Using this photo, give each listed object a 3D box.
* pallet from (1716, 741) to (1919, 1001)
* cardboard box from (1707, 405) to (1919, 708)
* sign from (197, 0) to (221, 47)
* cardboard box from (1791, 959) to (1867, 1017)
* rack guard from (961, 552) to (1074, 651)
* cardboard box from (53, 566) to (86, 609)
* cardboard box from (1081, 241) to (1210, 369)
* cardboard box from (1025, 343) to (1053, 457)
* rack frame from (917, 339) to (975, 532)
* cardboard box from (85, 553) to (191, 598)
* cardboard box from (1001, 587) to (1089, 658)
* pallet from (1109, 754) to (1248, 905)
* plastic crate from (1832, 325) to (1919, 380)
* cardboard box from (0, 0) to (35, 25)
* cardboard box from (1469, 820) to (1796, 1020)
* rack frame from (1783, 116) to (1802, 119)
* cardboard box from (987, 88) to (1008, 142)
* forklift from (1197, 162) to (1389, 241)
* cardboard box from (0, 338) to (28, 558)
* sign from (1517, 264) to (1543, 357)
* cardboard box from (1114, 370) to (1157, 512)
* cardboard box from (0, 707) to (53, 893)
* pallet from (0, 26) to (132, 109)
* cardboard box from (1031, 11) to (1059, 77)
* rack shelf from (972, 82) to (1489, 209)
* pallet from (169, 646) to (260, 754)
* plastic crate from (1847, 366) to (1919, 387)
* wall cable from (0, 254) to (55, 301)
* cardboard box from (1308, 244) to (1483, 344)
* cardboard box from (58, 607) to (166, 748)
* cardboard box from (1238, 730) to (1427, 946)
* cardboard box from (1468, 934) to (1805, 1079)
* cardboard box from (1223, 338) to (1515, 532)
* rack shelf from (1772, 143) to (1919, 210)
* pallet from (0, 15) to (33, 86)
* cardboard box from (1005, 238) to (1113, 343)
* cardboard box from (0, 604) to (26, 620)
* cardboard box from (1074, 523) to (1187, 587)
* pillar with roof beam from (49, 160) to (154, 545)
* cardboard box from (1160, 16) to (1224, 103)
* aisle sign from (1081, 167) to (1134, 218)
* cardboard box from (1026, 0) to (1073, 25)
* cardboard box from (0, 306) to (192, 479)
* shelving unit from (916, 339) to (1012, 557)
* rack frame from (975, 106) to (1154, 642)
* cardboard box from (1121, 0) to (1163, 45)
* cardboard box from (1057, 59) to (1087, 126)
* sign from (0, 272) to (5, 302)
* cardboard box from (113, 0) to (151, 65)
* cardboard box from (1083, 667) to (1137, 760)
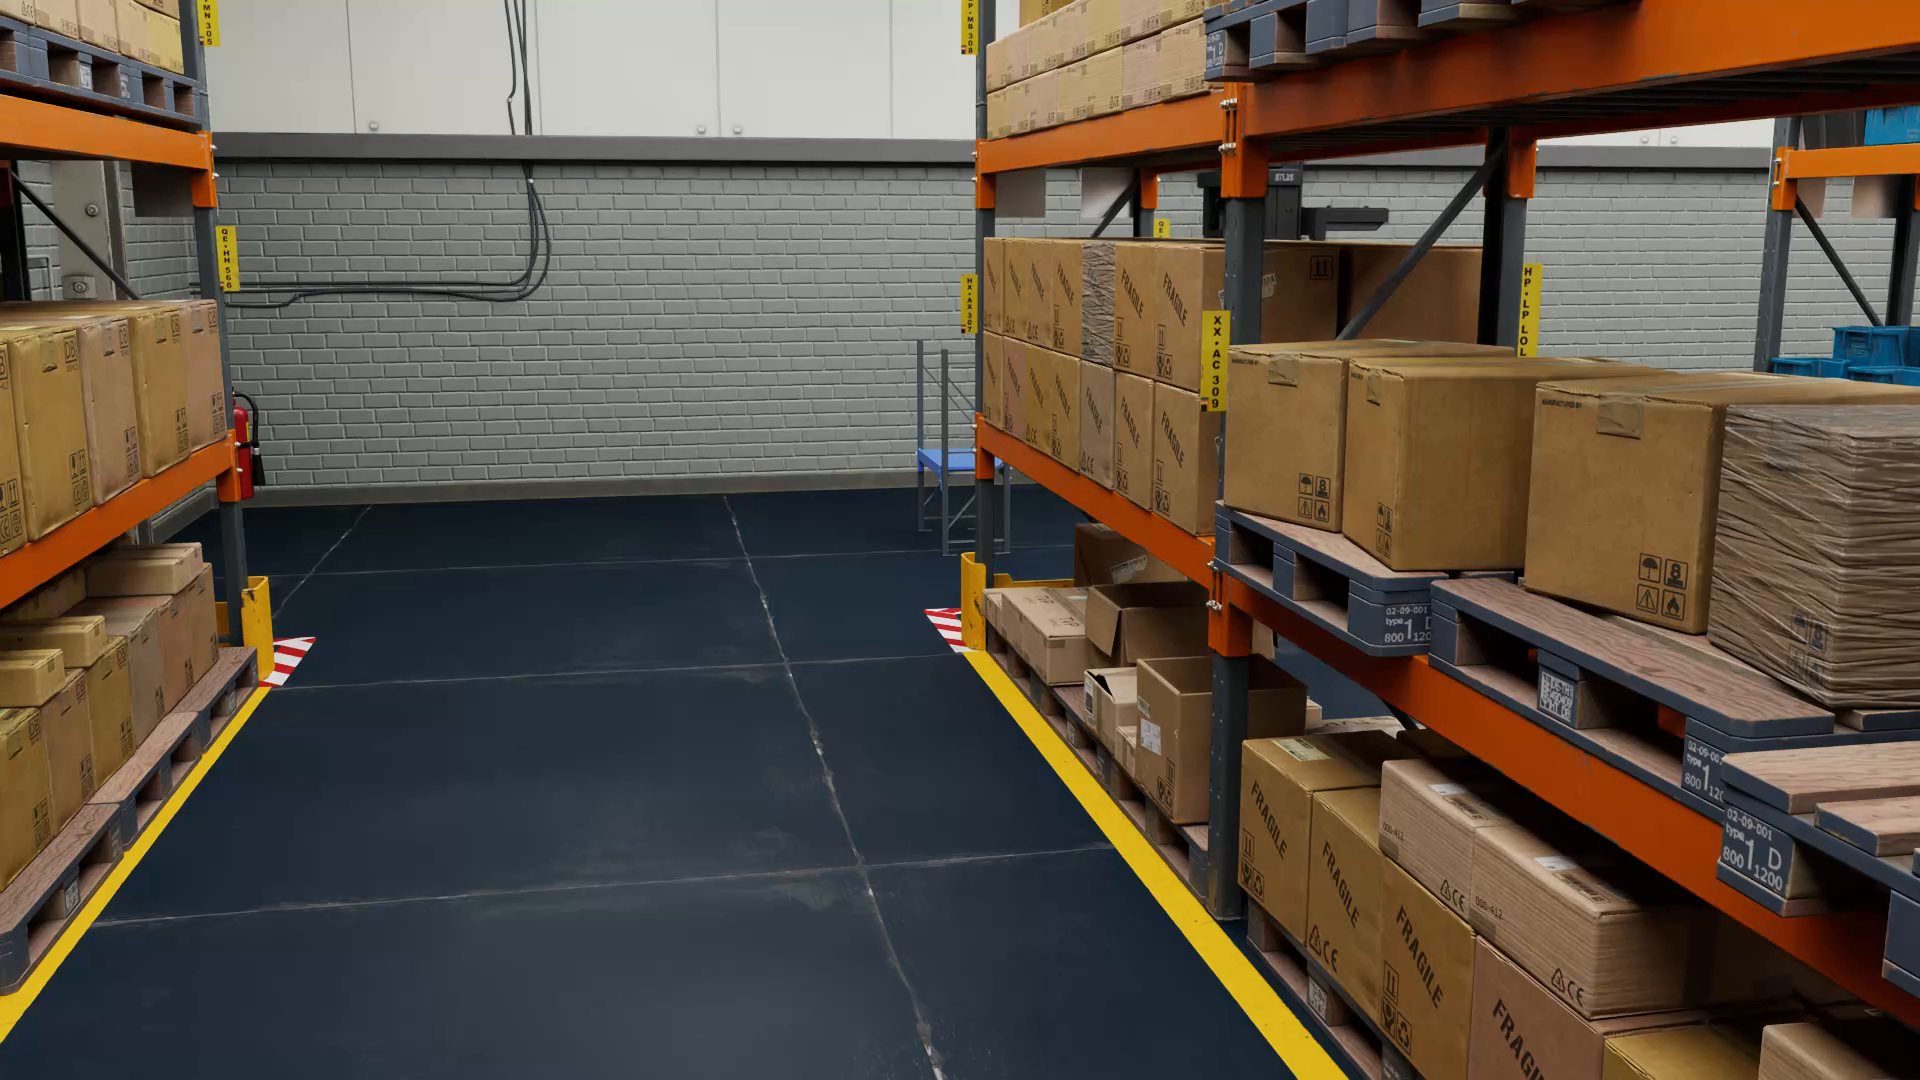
[{"bbox_3d":[1.943,0.528,2.414,1.213,0.211,1.003,-2,11,-11],"label":"pallet"},{"bbox_3d":[1.920,0.014,3.211,0.700,0.500,0.500,0,11,0],"label":"cardboard box"},{"bbox_3d":[-3.736,-2.618,8.250,0.100,0.325,0.005,-2,11,-11],"label":"sign"},{"bbox_3d":[2.029,1.190,3.932,0.500,0.500,0.500,-3,11,-13],"label":"cardboard box"},{"bbox_3d":[0.603,0.330,9.626,1.175,0.500,0.348,-2,11,-11],"label":"rack guard"},{"bbox_3d":[-4.109,0.220,7.347,0.380,0.149,0.250,-2,11,-11],"label":"cardboard box"},{"bbox_3d":[0.813,-0.988,6.925,0.500,0.500,0.500,-2,11,-11],"label":"cardboard box"},{"bbox_3d":[0.616,-0.684,7.998,0.500,0.500,0.500,-2,11,-11],"label":"cardboard box"},{"bbox_3d":[-0.082,-0.814,12.964,0.500,1.500,0.032,-2,11,-11],"label":"rack frame"},{"bbox_3d":[-3.782,0.160,7.659,0.380,0.149,0.250,-2,11,-9],"label":"cardboard box"},{"bbox_3d":[0.513,0.424,8.622,0.500,0.250,0.500,-2,11,-11],"label":"cardboard box"},{"bbox_3d":[1.233,1.066,6.534,1.003,0.211,1.213,-2,11,-11],"label":"pallet"},{"bbox_3d":[5.696,-1.084,10.113,0.616,0.435,0.499,-2,11,-11],"label":"plastic crate"},{"bbox_3d":[-3.453,-1.883,5.556,0.500,0.250,0.500,-2,11,-12],"label":"cardboard box"},{"bbox_3d":[1.513,0.838,3.774,0.500,0.250,0.500,-2,11,-12],"label":"cardboard box"},{"bbox_3d":[5.447,-4.039,9.847,1.000,3.000,0.127,-2,11,-11],"label":"rack frame"},{"bbox_3d":[0.438,-2.208,8.656,0.500,0.250,0.500,-2,11,-11],"label":"cardboard box"},{"bbox_3d":[2.812,-1.707,13.828,3.031,2.935,1.130,-6,12,-27],"label":"forklift"},{"bbox_3d":[-3.582,-0.245,5.159,0.980,0.700,0.700,-2,11,-10],"label":"cardboard box"},{"bbox_3d":[1.909,-0.768,5.612,0.100,0.325,0.005,-2,11,-11],"label":"sign"},{"bbox_3d":[0.915,-0.404,6.531,0.500,0.500,0.500,-2,11,-9],"label":"cardboard box"},{"bbox_3d":[-3.537,0.883,5.596,0.700,0.500,0.500,-2,11,-10],"label":"cardboard box"},{"bbox_3d":[-3.875,-1.801,6.353,1.003,0.211,1.213,-2,11,-11],"label":"pallet"},{"bbox_3d":[0.626,-2.270,7.644,0.500,0.250,0.500,-2,11,-11],"label":"cardboard box"},{"bbox_3d":[0.977,-1.665,7.325,1.077,0.370,4.000,-2,11,-11],"label":"rack shelf"},{"bbox_3d":[-4.038,0.783,8.021,1.003,0.211,1.213,-2,11,-11],"label":"pallet"},{"bbox_3d":[5.300,-0.861,9.483,0.416,0.233,0.300,-2,11,-11],"label":"plastic crate"},{"bbox_3d":[-5.447,-1.431,9.474,0.084,1.984,1.851,-2,11,-11],"label":"wall cable"},{"bbox_3d":[1.550,-0.815,6.016,0.500,0.500,0.500,-2,11,-10],"label":"cardboard box"},{"bbox_3d":[-3.840,0.599,7.088,0.700,0.500,0.500,-2,11,-13],"label":"cardboard box"},{"bbox_3d":[1.221,0.931,5.291,0.500,0.500,0.500,-3,11,-14],"label":"cardboard box"},{"bbox_3d":[1.523,1.213,3.809,0.500,0.500,0.500,-3,11,-13],"label":"cardboard box"},{"bbox_3d":[1.239,-0.339,5.063,0.700,0.500,0.500,-6,12,-30],"label":"cardboard box"},{"bbox_3d":[5.836,-1.845,8.268,1.077,0.370,4.000,-2,11,-11],"label":"rack shelf"},{"bbox_3d":[-3.641,-1.578,5.179,1.003,0.211,1.213,-2,11,-11],"label":"pallet"},{"bbox_3d":[0.525,-1.266,8.383,0.500,0.500,0.500,-2,11,-10],"label":"cardboard box"},{"bbox_3d":[-3.960,0.360,6.611,0.380,0.149,0.250,-2,11,-12],"label":"cardboard box"},{"bbox_3d":[0.935,0.191,9.181,0.500,0.500,0.500,-2,11,-11],"label":"cardboard box"},{"bbox_3d":[-1.421,-4.299,11.214,9.100,9.000,0.400,-2,11,-11],"label":"pillar with roof beam"},{"bbox_3d":[1.010,-1.658,5.762,0.500,0.250,0.500,-2,11,-11],"label":"cardboard box"},{"bbox_3d":[0.875,-2.213,9.347,0.394,0.787,0.004,-2,11,-11],"label":"aisle sign"},{"bbox_3d":[0.718,-2.737,8.092,0.700,0.500,0.500,-2,11,-11],"label":"cardboard box"},{"bbox_3d":[-4.009,-0.652,7.299,0.980,0.700,0.700,-2,11,-11],"label":"cardboard box"},{"bbox_3d":[0.017,-0.721,12.474,0.538,1.500,1.048,-2,11,-11],"label":"shelving unit"},{"bbox_3d":[0.588,-0.912,9.466,1.000,3.000,0.127,-2,11,-11],"label":"rack frame"},{"bbox_3d":[0.911,-1.995,6.197,0.500,0.250,0.500,-2,11,-11],"label":"cardboard box"},{"bbox_3d":[0.725,-1.933,7.209,0.500,0.250,0.500,-2,11,-11],"label":"cardboard box"},{"bbox_3d":[-4.816,-1.176,8.327,0.100,0.325,0.005,-2,11,-11],"label":"sign"},{"bbox_3d":[-3.765,-2.166,7.044,0.500,0.250,0.500,-3,11,-13],"label":"cardboard box"},{"bbox_3d":[0.831,0.695,7.039,0.500,0.311,0.500,-2,11,-11],"label":"cardboard box"}]
